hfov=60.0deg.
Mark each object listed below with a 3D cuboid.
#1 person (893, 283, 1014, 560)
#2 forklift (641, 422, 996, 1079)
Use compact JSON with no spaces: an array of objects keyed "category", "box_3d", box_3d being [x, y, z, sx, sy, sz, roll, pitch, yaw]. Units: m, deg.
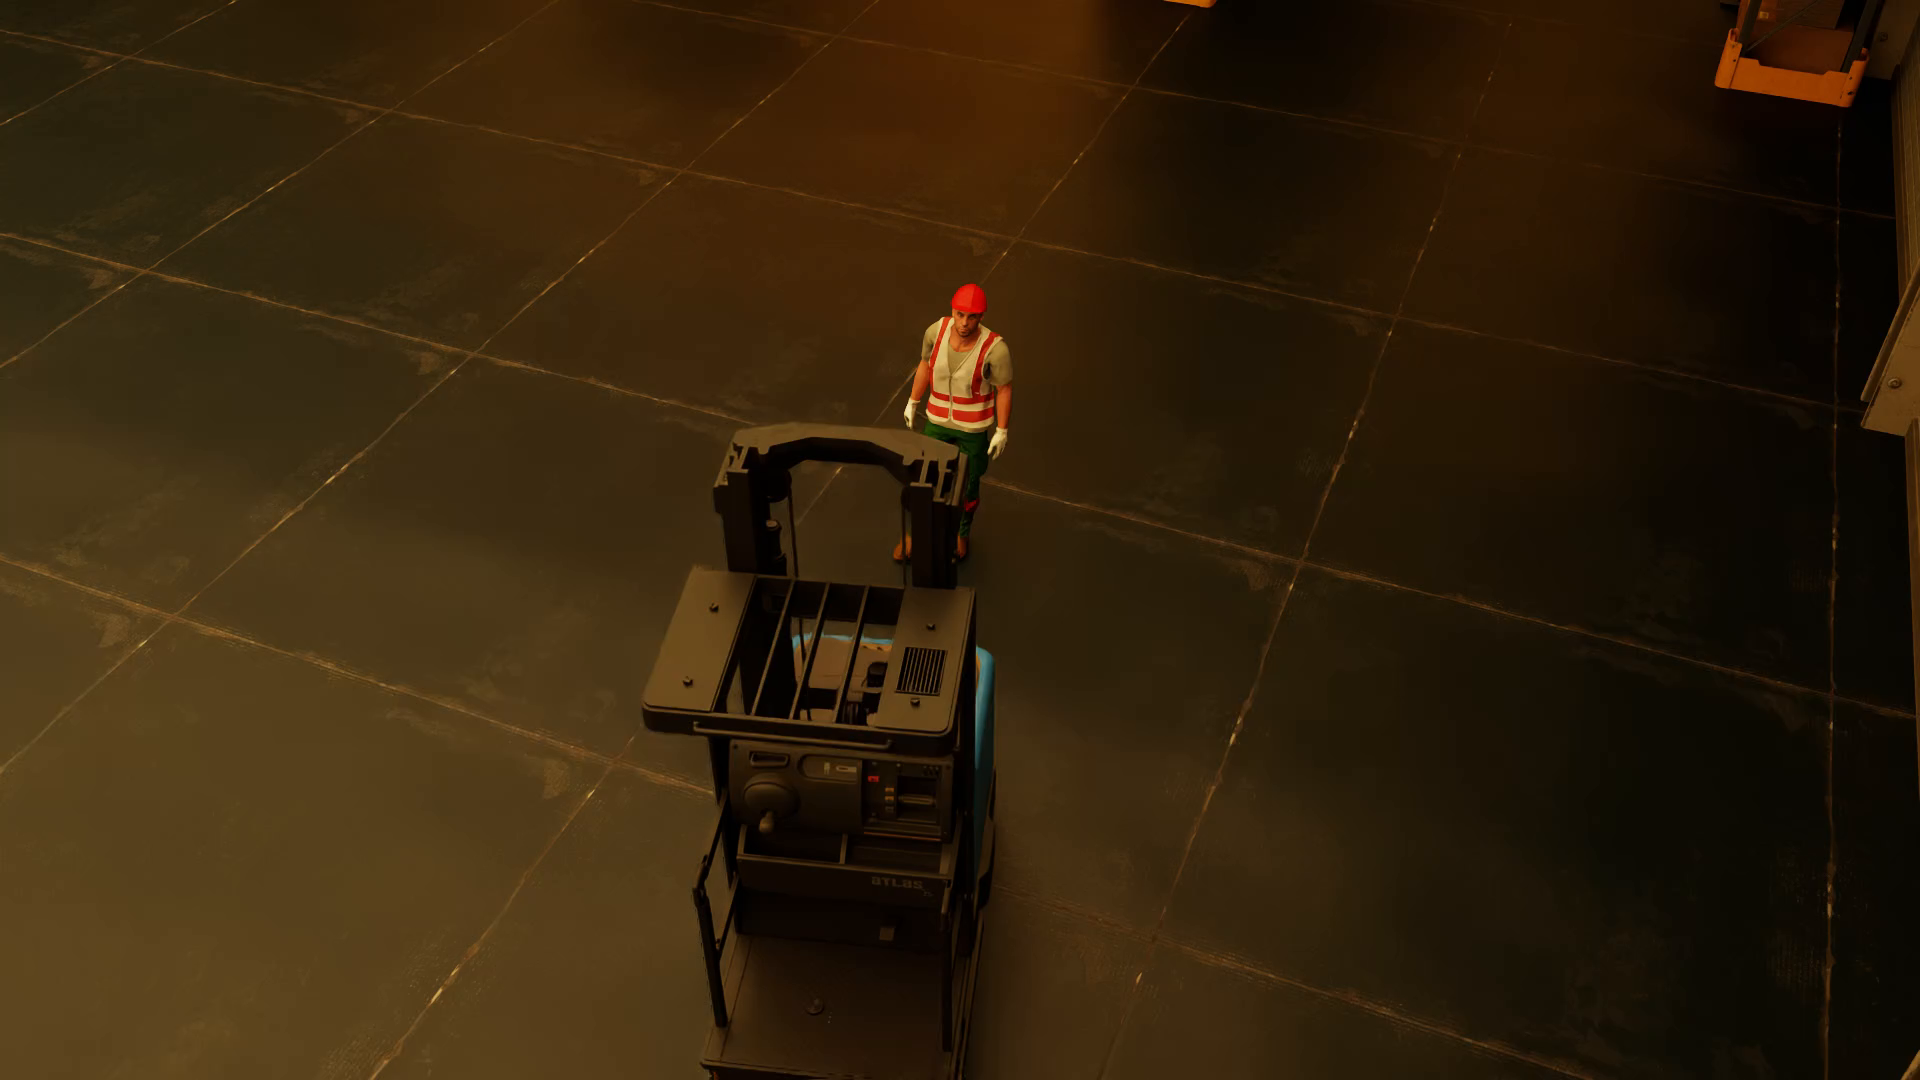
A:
[{"category":"person","box_3d":[-0.042,-0.647,9.657,0.637,1.790,0.562,15,42,17]},{"category":"forklift","box_3d":[-0.514,1.116,6.673,1.130,2.935,3.031,5,40,5]}]
